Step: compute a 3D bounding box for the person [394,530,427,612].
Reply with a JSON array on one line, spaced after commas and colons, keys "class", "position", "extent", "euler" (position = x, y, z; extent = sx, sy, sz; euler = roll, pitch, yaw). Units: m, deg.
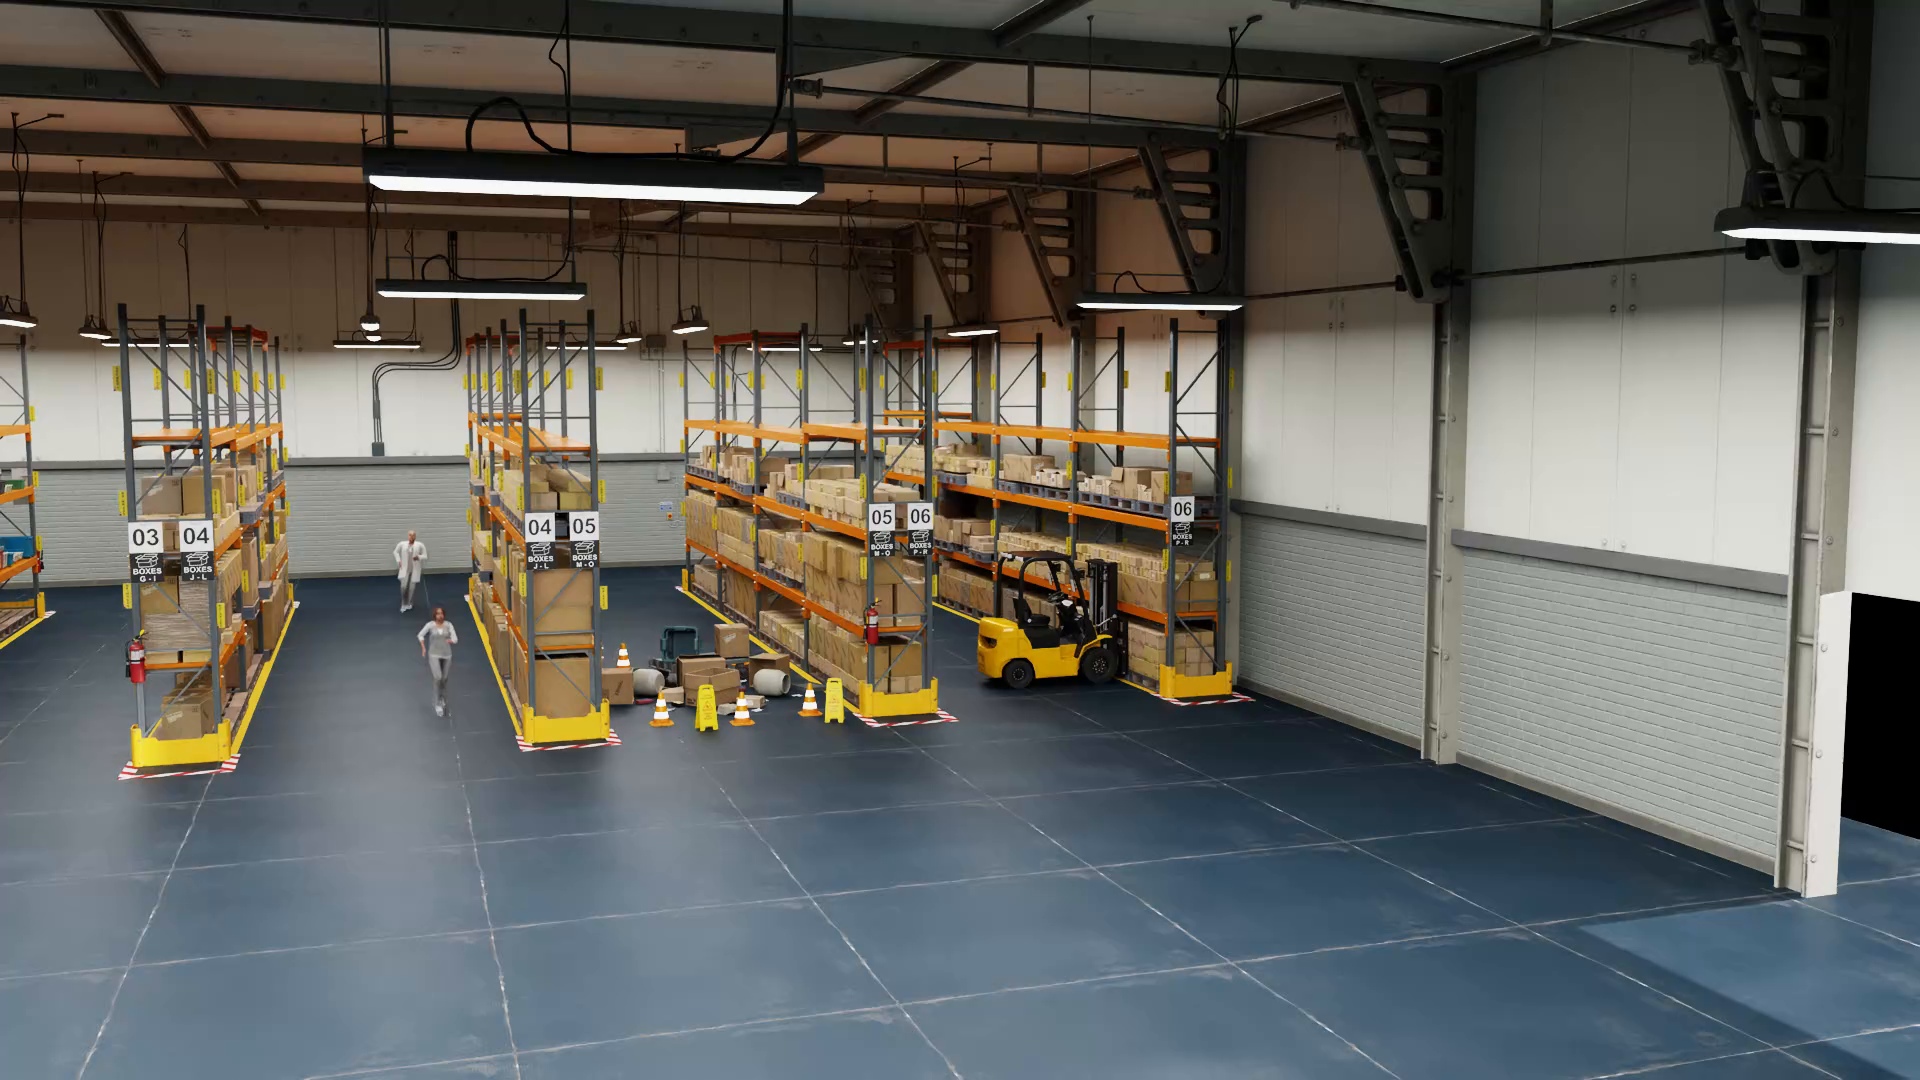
[{"class": "person", "position": [-12.001, 0.711, 36.348], "extent": [0.697, 1.812, 0.687], "euler": [-2, 6, -17]}]

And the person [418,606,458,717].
[{"class": "person", "position": [-7.884, 1.815, 25.183], "extent": [0.507, 1.646, 0.728], "euler": [-4, 6, -33]}]
